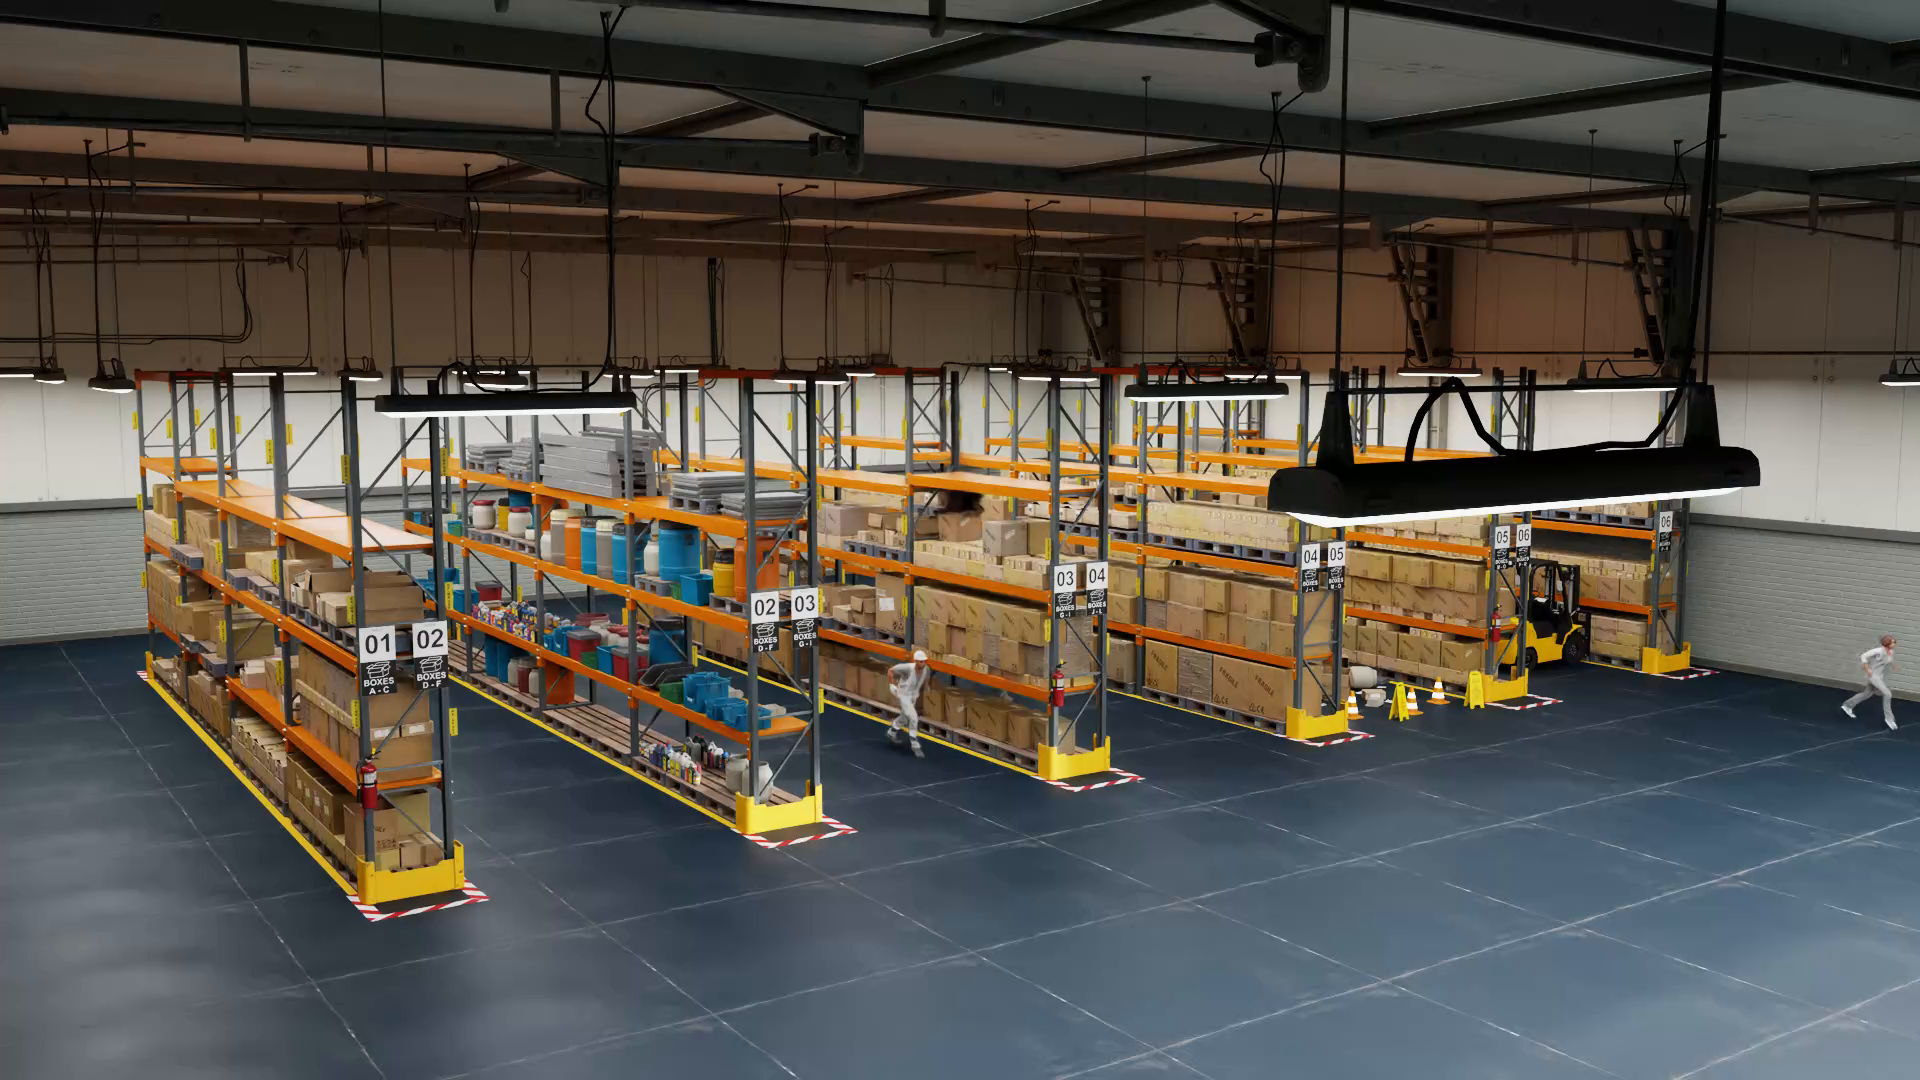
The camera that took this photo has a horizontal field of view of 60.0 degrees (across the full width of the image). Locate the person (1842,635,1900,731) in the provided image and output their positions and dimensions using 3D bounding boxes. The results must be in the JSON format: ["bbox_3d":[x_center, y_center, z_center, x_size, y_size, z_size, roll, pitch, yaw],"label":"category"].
[{"bbox_3d":[15.489,2.388,28.233,0.539,1.565,0.948,-5,8,-39],"label":"person"}]

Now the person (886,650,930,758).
[{"bbox_3d":[-0.858,2.553,26.305,0.706,1.731,1.053,-5,8,-38],"label":"person"}]

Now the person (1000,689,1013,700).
[{"bbox_3d":[0.980,2.115,30.227,0.560,1.623,0.616,5,8,36],"label":"person"}]
